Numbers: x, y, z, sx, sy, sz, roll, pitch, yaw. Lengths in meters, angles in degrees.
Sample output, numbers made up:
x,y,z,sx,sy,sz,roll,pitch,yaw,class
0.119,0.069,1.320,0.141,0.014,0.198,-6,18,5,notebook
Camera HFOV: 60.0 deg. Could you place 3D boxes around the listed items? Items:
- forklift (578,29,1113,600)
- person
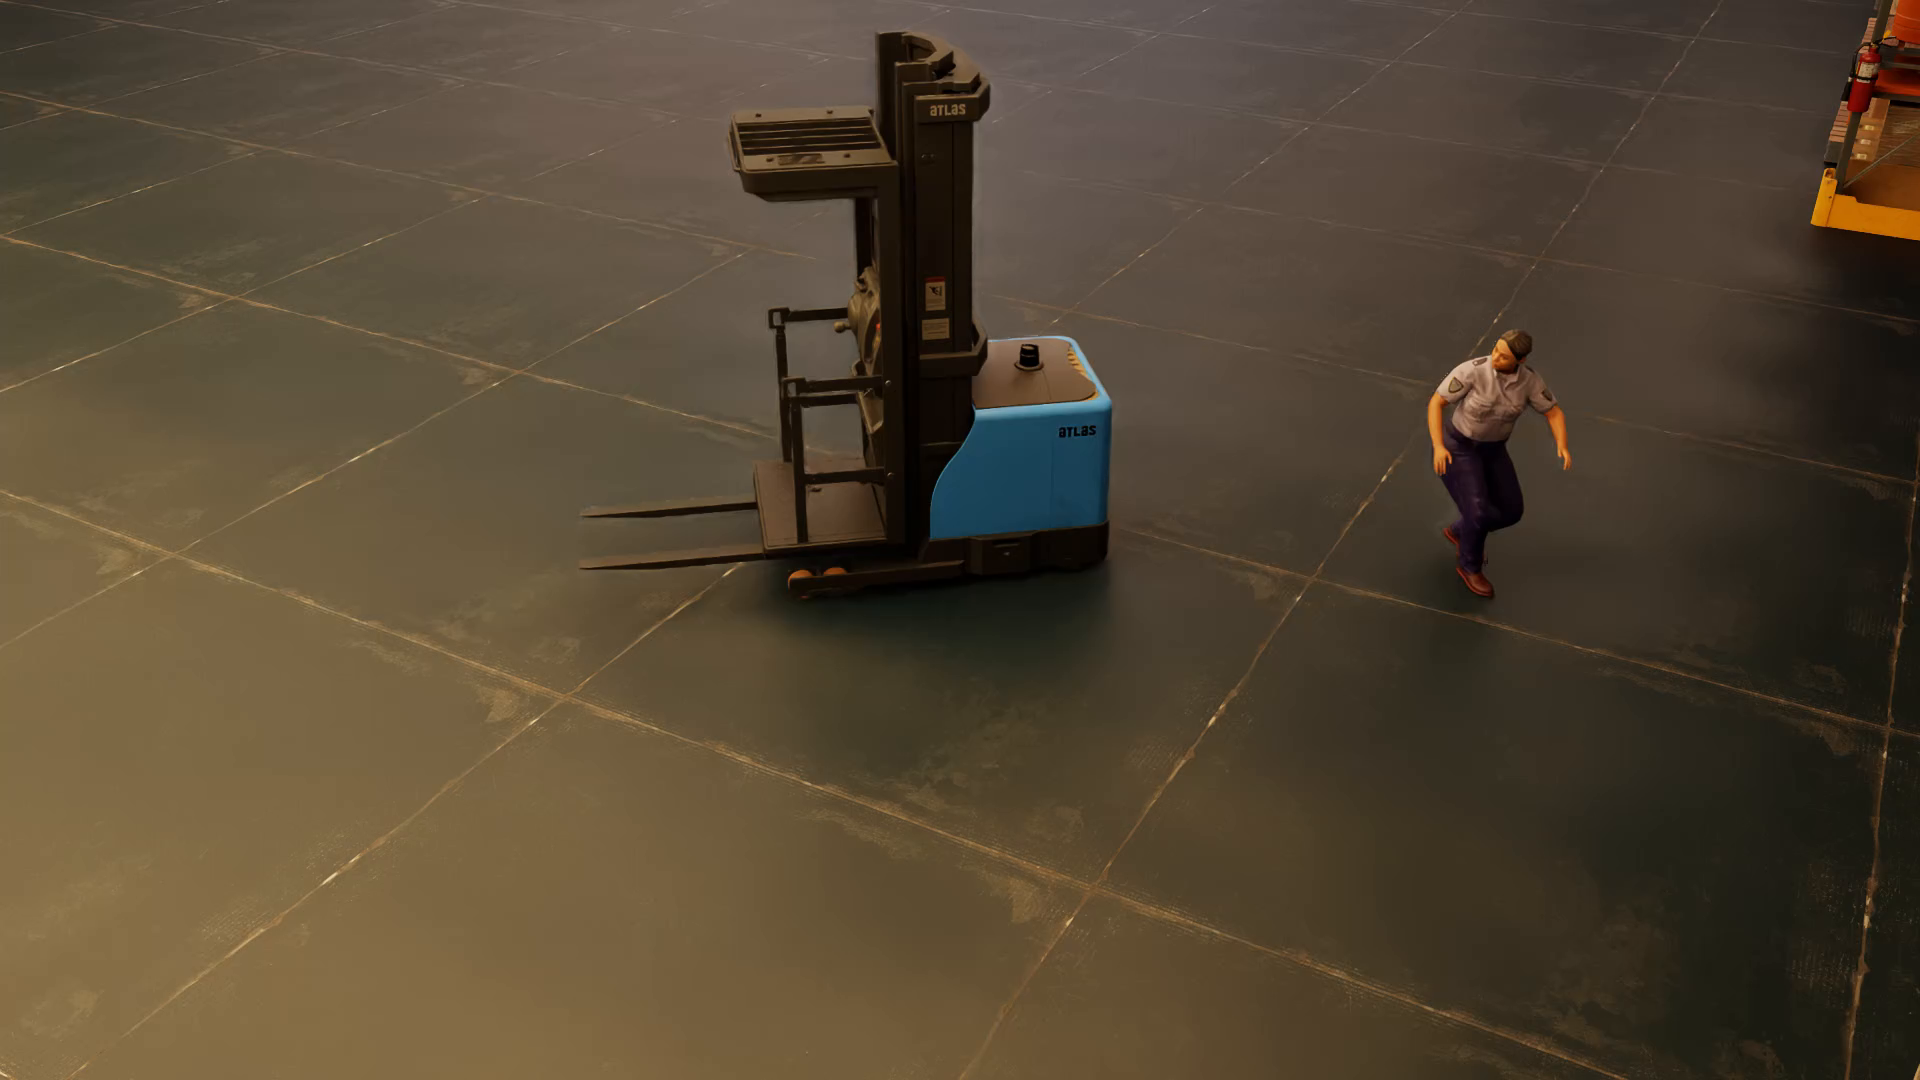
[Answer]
x,y,z,sx,sy,sz,roll,pitch,yaw,class
-0.701,-1.216,9.177,3.031,2.935,1.130,-5,30,-9,forklift
2.947,-0.431,9.221,0.779,1.530,0.740,-11,32,-18,person
